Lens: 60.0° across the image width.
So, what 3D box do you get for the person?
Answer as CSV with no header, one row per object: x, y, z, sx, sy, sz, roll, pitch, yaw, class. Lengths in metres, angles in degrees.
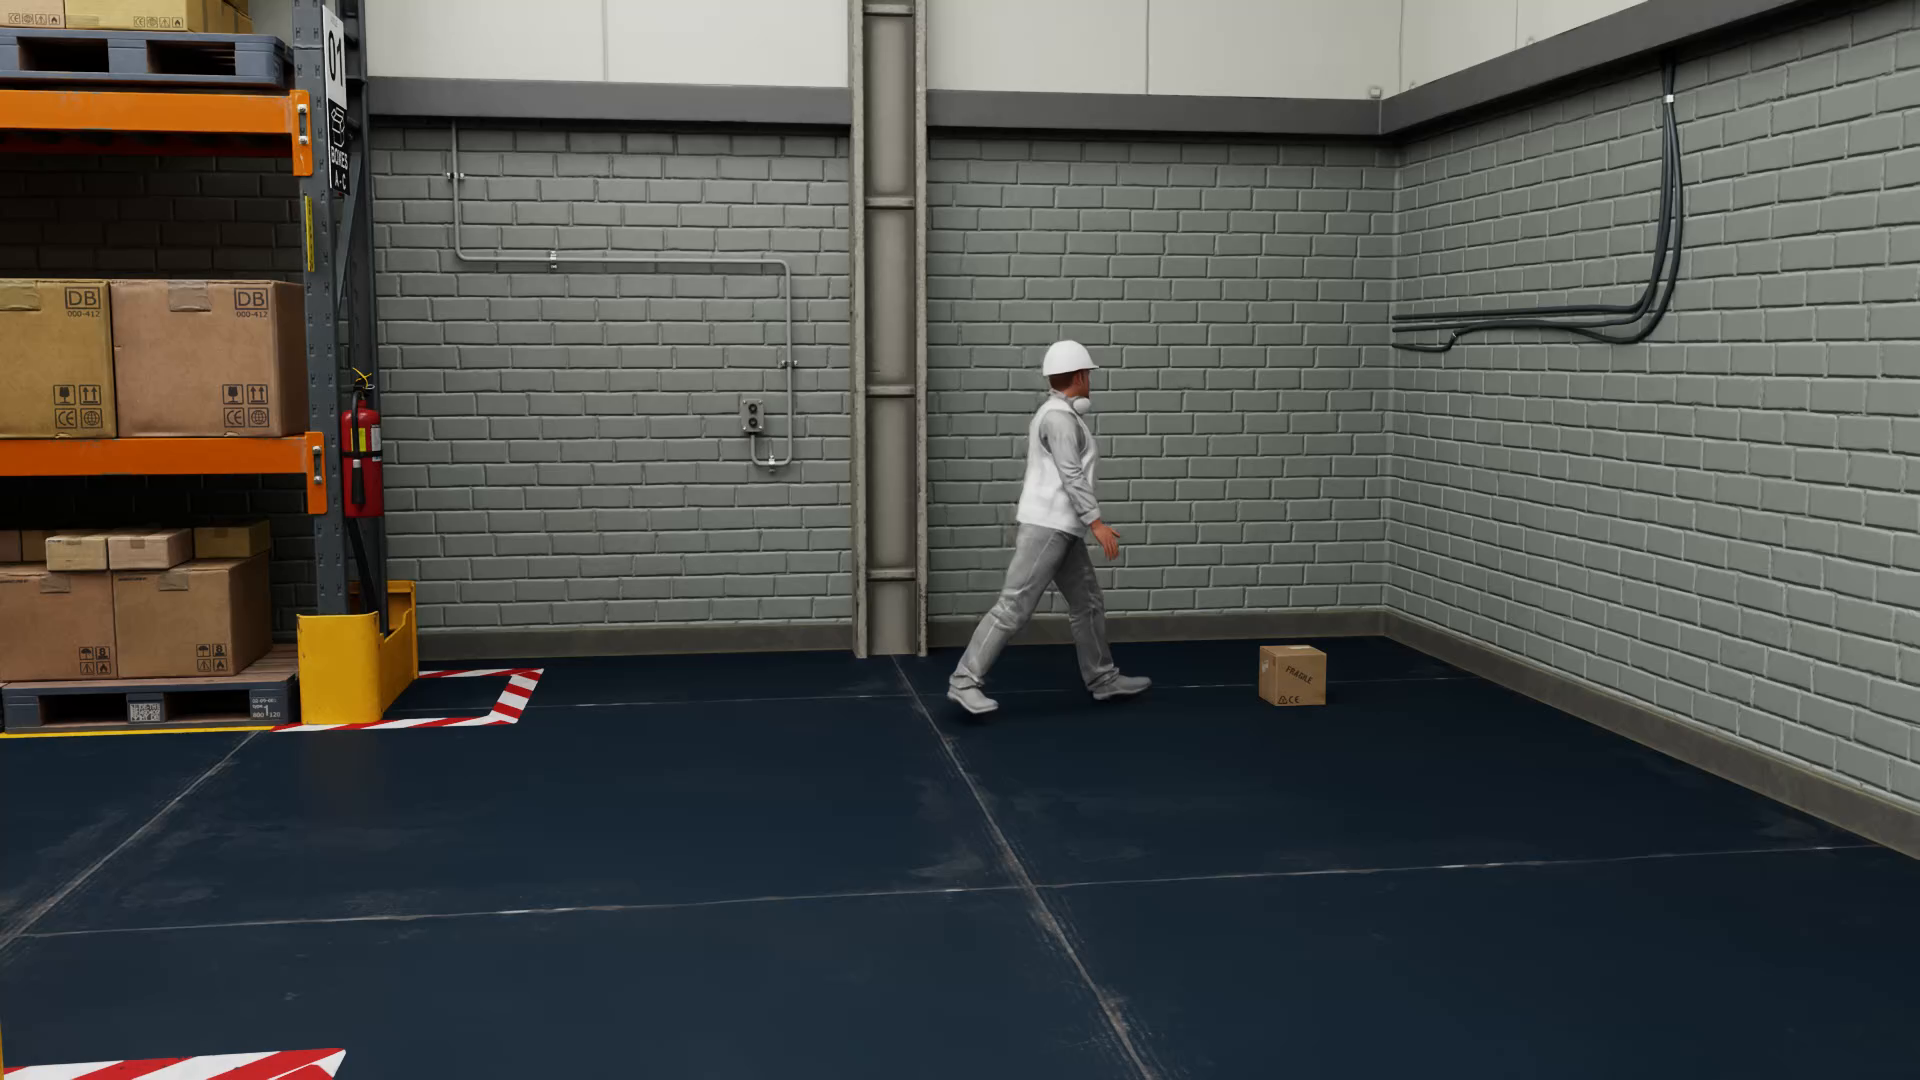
0.434,-0.058,7.739,0.980,1.731,0.714,0,6,2,person
